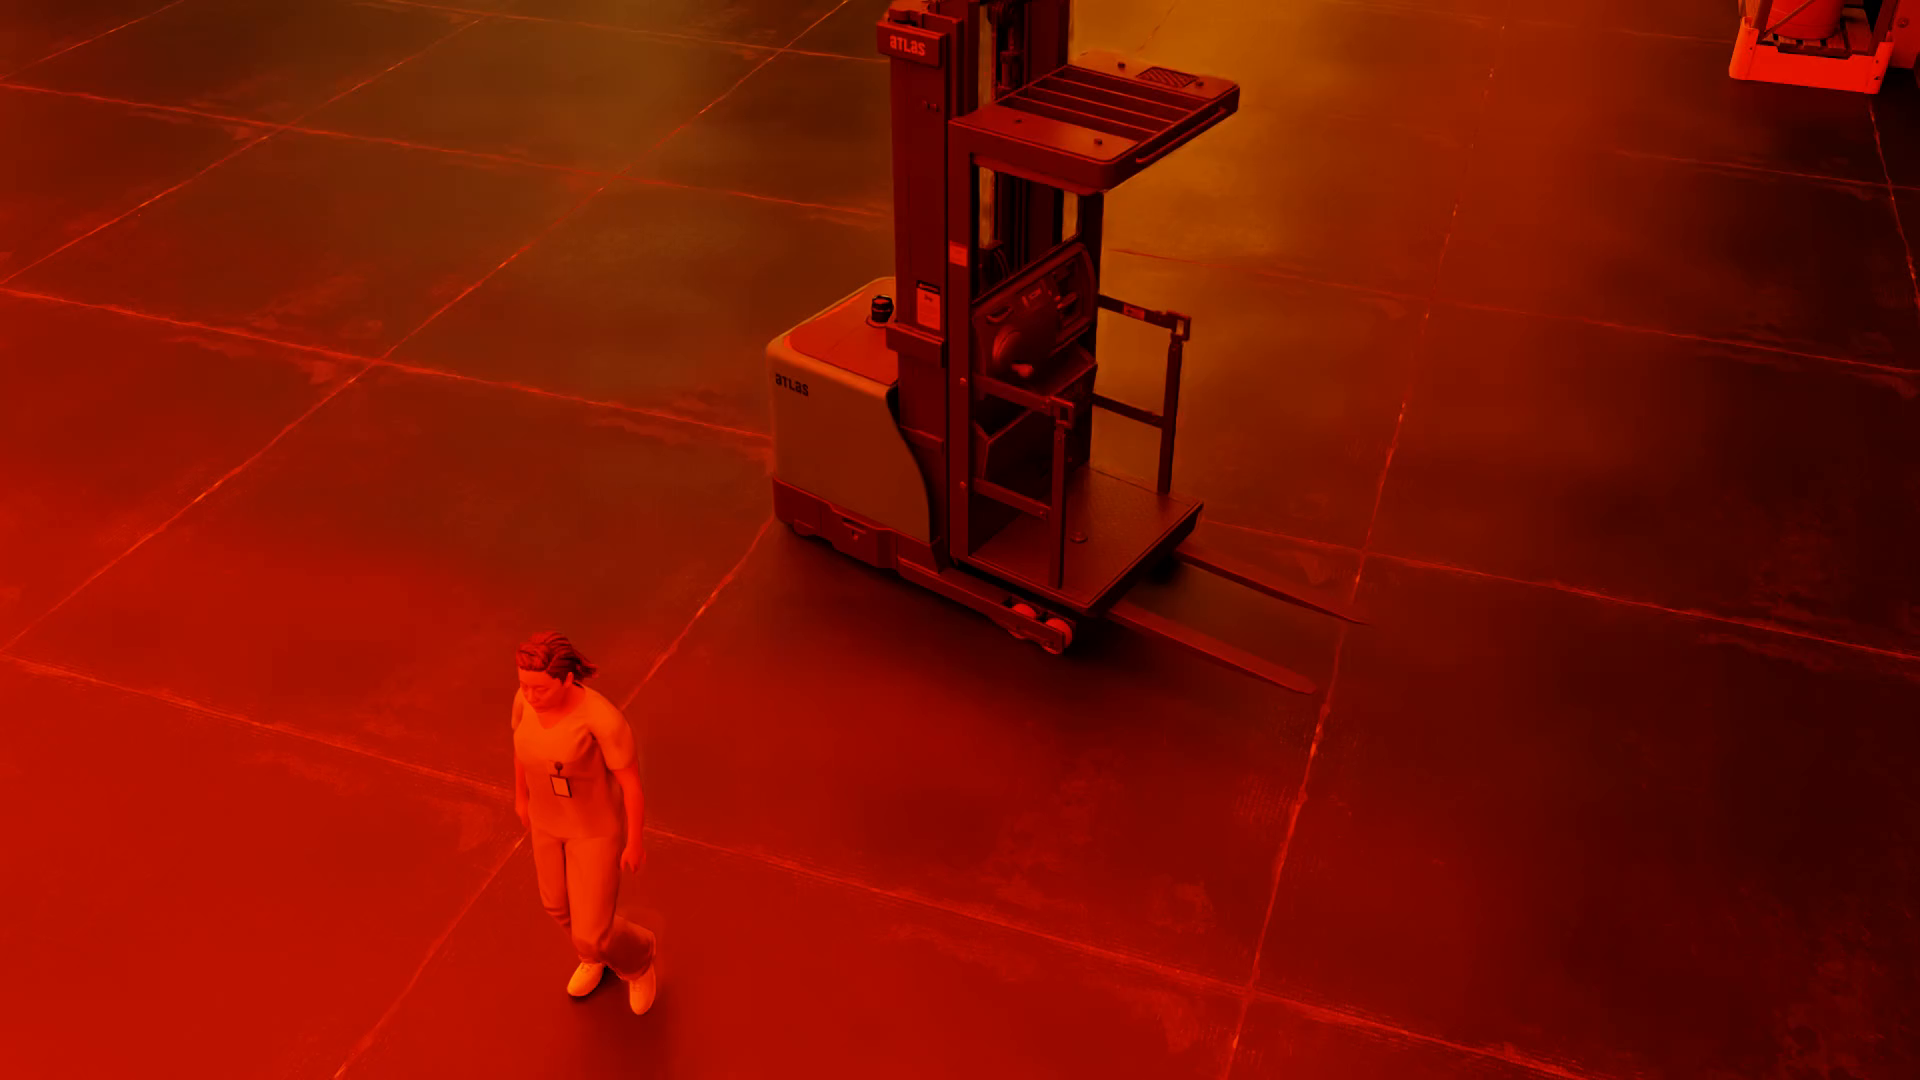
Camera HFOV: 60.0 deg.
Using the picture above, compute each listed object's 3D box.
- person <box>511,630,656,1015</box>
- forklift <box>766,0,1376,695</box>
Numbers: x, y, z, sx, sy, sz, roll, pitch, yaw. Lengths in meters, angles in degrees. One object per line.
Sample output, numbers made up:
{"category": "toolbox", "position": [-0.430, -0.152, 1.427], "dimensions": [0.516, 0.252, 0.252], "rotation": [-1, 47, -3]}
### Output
{"category": "person", "position": [-1.352, 1.014, 5.786], "dimensions": [0.562, 1.655, 0.471], "rotation": [15, 38, 20]}
{"category": "forklift", "position": [0.519, -1.007, 7.531], "dimensions": [3.031, 2.935, 1.130], "rotation": [23, 41, 29]}
